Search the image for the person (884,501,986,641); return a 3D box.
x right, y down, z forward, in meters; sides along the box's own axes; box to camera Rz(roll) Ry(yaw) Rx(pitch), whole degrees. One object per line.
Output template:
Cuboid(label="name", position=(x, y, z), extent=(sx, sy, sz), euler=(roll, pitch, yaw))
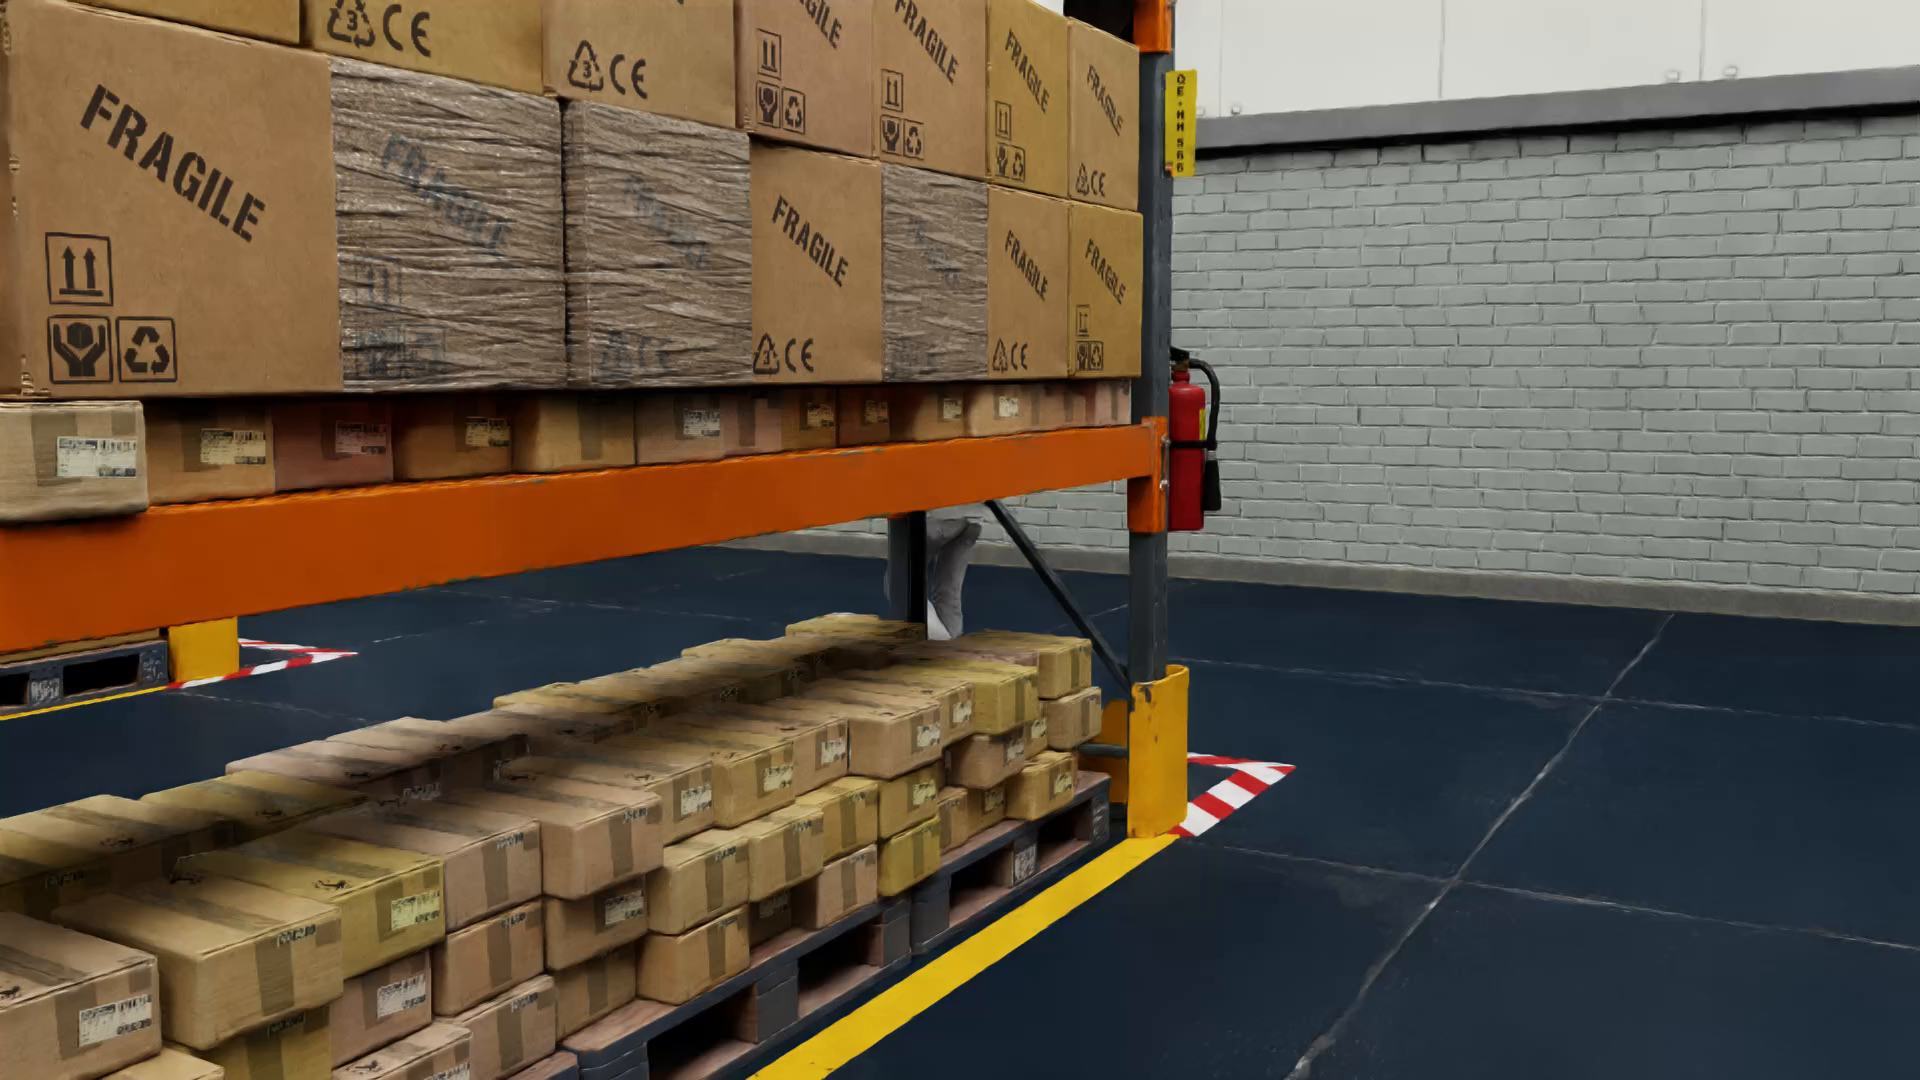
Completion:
Cuboid(label="person", position=(-0.086, -0.074, 7.124), extent=(0.396, 1.591, 0.528), euler=(5, 8, 36))
